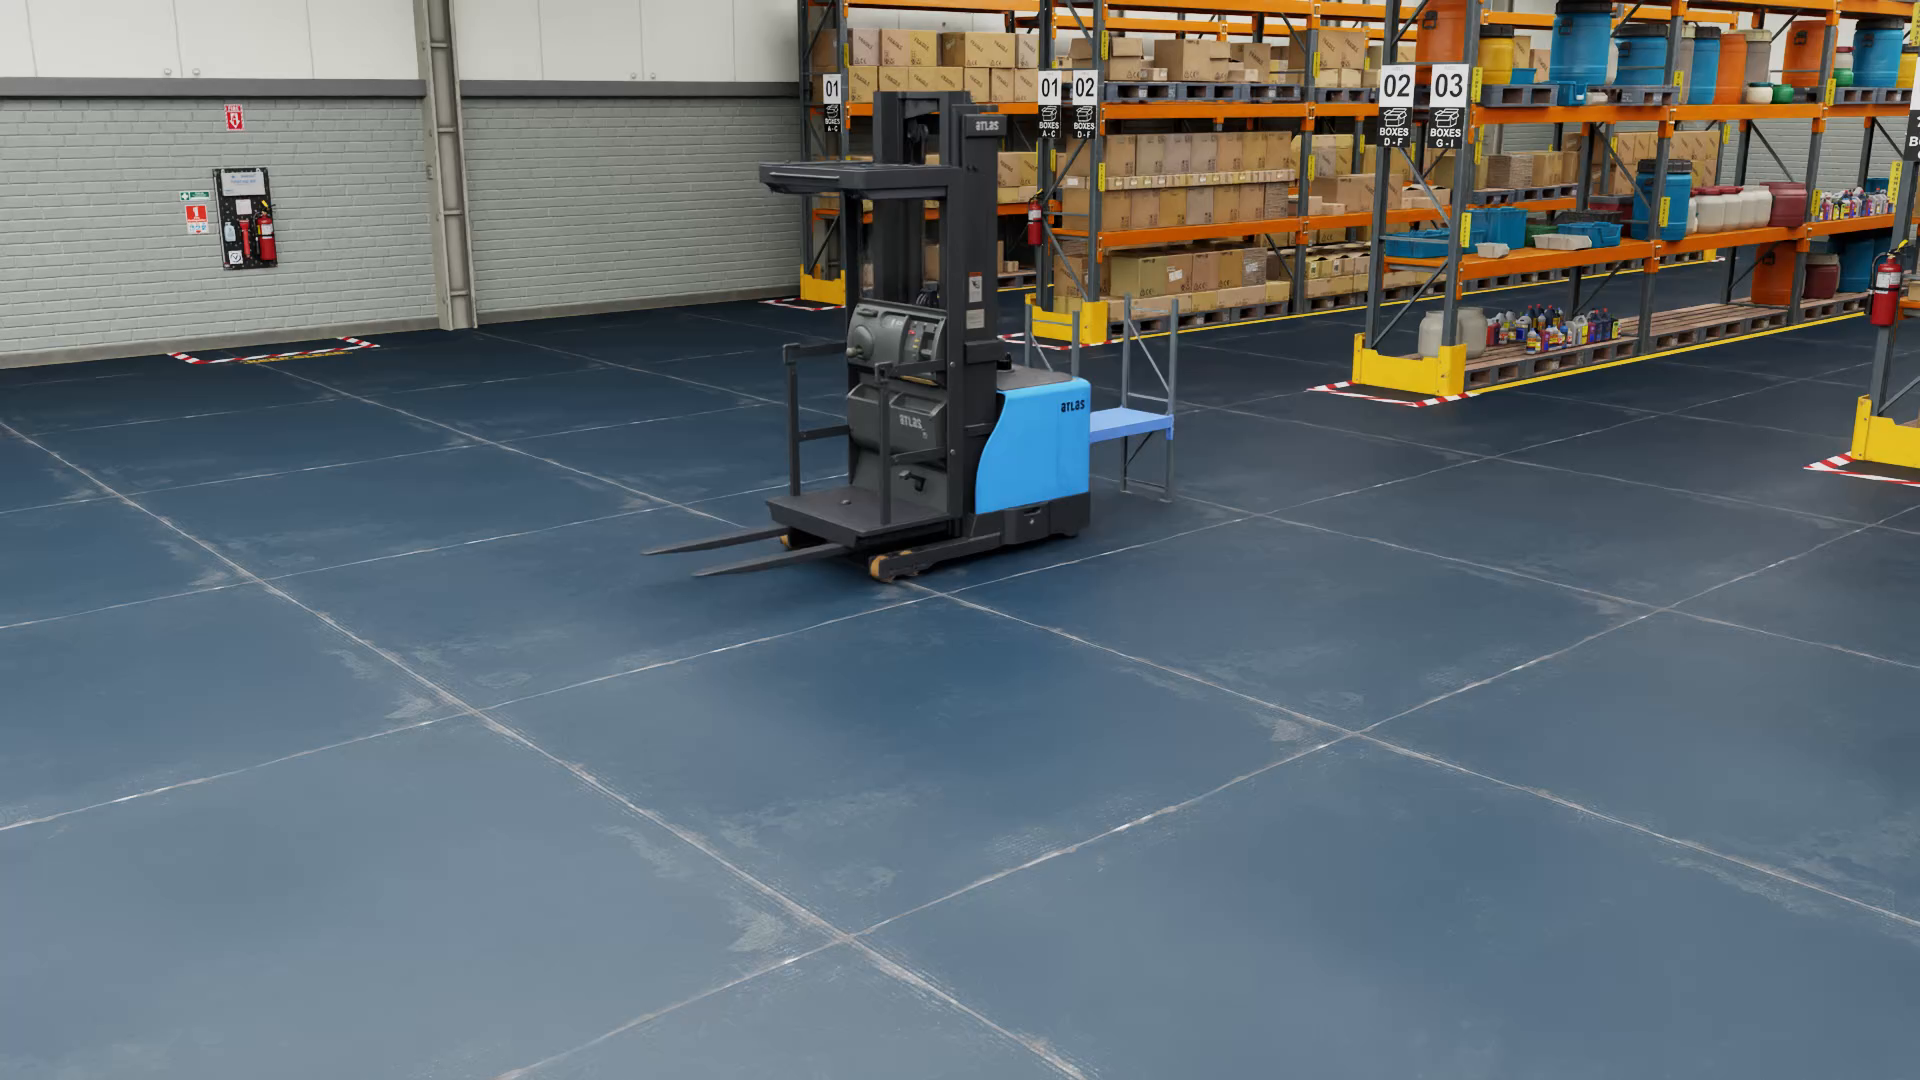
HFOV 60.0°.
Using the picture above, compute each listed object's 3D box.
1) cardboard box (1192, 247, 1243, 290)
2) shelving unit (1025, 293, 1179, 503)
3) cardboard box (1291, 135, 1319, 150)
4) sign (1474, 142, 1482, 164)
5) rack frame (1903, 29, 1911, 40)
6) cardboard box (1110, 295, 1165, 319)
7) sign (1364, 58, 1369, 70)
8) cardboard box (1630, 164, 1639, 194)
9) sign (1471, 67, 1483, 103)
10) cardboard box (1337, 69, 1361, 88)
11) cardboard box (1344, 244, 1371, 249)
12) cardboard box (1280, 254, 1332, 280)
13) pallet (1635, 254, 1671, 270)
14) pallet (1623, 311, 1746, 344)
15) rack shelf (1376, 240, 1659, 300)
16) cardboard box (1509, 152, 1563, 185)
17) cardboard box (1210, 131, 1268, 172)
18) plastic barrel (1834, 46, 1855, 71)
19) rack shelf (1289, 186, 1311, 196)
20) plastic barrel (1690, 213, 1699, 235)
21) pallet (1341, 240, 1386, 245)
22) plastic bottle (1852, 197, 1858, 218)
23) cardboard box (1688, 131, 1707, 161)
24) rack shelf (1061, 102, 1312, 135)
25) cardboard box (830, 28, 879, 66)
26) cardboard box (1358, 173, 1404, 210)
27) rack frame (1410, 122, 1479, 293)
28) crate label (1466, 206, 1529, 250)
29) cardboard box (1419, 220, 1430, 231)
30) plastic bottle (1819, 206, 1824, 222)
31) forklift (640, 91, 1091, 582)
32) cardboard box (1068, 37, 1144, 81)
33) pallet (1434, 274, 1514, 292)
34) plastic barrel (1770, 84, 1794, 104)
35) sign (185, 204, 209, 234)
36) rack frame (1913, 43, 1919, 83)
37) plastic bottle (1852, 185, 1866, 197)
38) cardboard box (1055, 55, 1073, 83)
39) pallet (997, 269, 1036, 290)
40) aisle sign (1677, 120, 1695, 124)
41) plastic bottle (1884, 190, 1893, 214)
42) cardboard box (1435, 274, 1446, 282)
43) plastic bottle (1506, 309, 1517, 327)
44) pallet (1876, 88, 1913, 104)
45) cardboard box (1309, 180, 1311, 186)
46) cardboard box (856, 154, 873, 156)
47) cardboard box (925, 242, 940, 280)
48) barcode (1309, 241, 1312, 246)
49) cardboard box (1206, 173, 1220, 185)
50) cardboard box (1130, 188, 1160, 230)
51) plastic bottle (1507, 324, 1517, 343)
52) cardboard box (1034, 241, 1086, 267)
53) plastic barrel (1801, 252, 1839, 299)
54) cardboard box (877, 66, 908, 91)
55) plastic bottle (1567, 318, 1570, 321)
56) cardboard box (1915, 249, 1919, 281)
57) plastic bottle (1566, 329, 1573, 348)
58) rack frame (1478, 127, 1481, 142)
[{"bbox_3d":[3.376,-3.589,21.934,0.500,0.500,0.500,-13,19,-39],"label":"cardboard box"},{"bbox_3d":[1.011,-0.960,11.937,1.048,1.500,0.538,-13,20,-40],"label":"shelving unit"},{"bbox_3d":[6.161,-7.224,30.219,0.500,0.250,0.500,-12,19,-38],"label":"cardboard box"},{"bbox_3d":[7.726,-5.770,24.797,0.005,0.325,0.100,-13,19,-39],"label":"sign"},{"bbox_3d":[13.625,-7.930,23.499,0.127,3.000,1.000,-13,19,-39],"label":"rack frame"},{"bbox_3d":[2.249,-2.971,21.073,0.500,0.250,0.500,-13,19,-39],"label":"cardboard box"},{"bbox_3d":[7.485,-8.707,30.610,0.005,0.325,0.100,-13,19,-39],"label":"sign"},{"bbox_3d":[11.324,-6.165,28.324,0.500,0.500,0.500,-12,19,-38],"label":"cardboard box"},{"bbox_3d":[4.930,-4.344,15.870,0.005,0.325,0.100,-13,19,-39],"label":"sign"},{"bbox_3d":[5.225,-6.417,23.124,0.500,0.250,0.500,14,20,42],"label":"cardboard box"},{"bbox_3d":[5.994,-4.256,24.798,0.500,0.311,0.500,-13,20,-41],"label":"cardboard box"},{"bbox_3d":[4.817,-3.808,23.120,0.500,0.311,0.500,-13,19,-39],"label":"cardboard box"},{"bbox_3d":[11.816,-4.973,29.458,1.213,0.211,1.003,-13,19,-39],"label":"pallet"},{"bbox_3d":[9.078,-2.677,20.863,1.213,0.211,1.003,-13,19,-39],"label":"pallet"},{"bbox_3d":[6.081,-2.990,18.024,4.000,0.370,1.077,-13,19,-39],"label":"rack shelf"},{"bbox_3d":[9.395,-6.082,27.198,0.500,0.500,0.700,-9,17,-31],"label":"cardboard box"},{"bbox_3d":[3.630,-5.154,22.024,0.500,0.500,0.700,-13,20,-39],"label":"cardboard box"},{"bbox_3d":[11.846,-6.401,22.511,0.433,0.535,0.433,0,15,0],"label":"plastic barrel"},{"bbox_3d":[5.613,-6.273,30.318,4.000,0.370,1.077,-13,19,-39],"label":"rack shelf"},{"bbox_3d":[8.689,-3.803,19.945,0.301,0.262,0.301,0,15,0],"label":"plastic barrel"},{"bbox_3d":[7.747,-5.726,32.278,1.213,0.211,1.003,-13,19,-39],"label":"pallet"},{"bbox_3d":[12.123,-4.512,22.577,0.097,0.271,0.097,0,15,0],"label":"plastic bottle"},{"bbox_3d":[12.858,-6.990,29.476,0.500,0.500,0.500,-12,19,-38],"label":"cardboard box"},{"bbox_3d":[2.833,-5.404,21.249,4.000,0.370,1.077,-13,19,-39],"label":"rack shelf"},{"bbox_3d":[-1.481,-6.935,23.419,0.500,0.500,0.500,14,21,43],"label":"cardboard box"},{"bbox_3d":[6.104,-5.079,24.259,0.500,0.500,0.500,-14,20,-42],"label":"cardboard box"},{"bbox_3d":[7.359,-5.318,25.348,0.127,3.000,1.000,-13,19,-39],"label":"rack frame"},{"bbox_3d":[5.784,-3.380,18.022,0.616,0.435,0.502,-13,19,-39],"label":"crate label"},{"bbox_3d":[8.921,-6.324,33.145,0.500,0.500,0.700,-13,20,-41],"label":"cardboard box"},{"bbox_3d":[11.325,-4.299,21.916,0.097,0.201,0.097,0,15,0],"label":"plastic bottle"},{"bbox_3d":[-0.567,-1.306,10.461,3.031,2.935,1.130,-12,19,-38],"label":"forklift"},{"bbox_3d":[1.760,-5.829,20.163,0.637,0.503,0.797,-11,18,-36],"label":"cardboard box"},{"bbox_3d":[7.947,-4.090,26.154,1.213,0.211,1.003,-13,19,-39],"label":"pallet"},{"bbox_3d":[10.455,-5.676,21.175,0.294,0.245,0.294,0,15,0],"label":"plastic barrel"},{"bbox_3d":[-8.871,-3.730,19.332,0.234,0.329,0.001,-13,19,-39],"label":"sign"},{"bbox_3d":[7.824,-4.932,12.278,0.127,3.000,1.000,-13,19,-39],"label":"rack frame"},{"bbox_3d":[13.116,-5.004,24.266,0.185,0.351,0.144,-13,19,-39],"label":"plastic bottle"},{"bbox_3d":[1.552,-7.382,26.254,0.500,0.500,0.500,-9,18,-32],"label":"cardboard box"},{"bbox_3d":[0.603,-4.137,26.328,1.213,0.211,1.003,-13,19,-39],"label":"pallet"},{"bbox_3d":[13.253,-7.998,30.344,0.004,0.787,0.394,-13,19,-39],"label":"aisle sign"},{"bbox_3d":[13.007,-4.757,23.340,0.185,0.351,0.144,-13,19,-39],"label":"plastic bottle"},{"bbox_3d":[7.122,-4.056,25.138,0.500,0.250,0.500,-12,19,-38],"label":"cardboard box"},{"bbox_3d":[6.246,-2.449,18.885,0.185,0.351,0.144,-13,20,-40],"label":"plastic bottle"},{"bbox_3d":[12.244,-6.045,22.620,1.213,0.211,1.003,-13,19,-39],"label":"pallet"},{"bbox_3d":[6.264,-6.569,30.477,0.250,0.149,0.380,-13,19,-39],"label":"cardboard box"},{"bbox_3d":[-1.328,-5.431,24.569,0.500,0.500,0.500,-12,19,-39],"label":"cardboard box"},{"bbox_3d":[-0.333,-4.243,25.312,0.500,0.500,0.700,-14,21,-43],"label":"cardboard box"},{"bbox_3d":[4.807,-4.072,22.812,0.075,0.075,0.001,-13,19,-39],"label":"barcode"},{"bbox_3d":[3.120,-4.654,21.412,0.250,0.149,0.380,-12,19,-38],"label":"cardboard box"},{"bbox_3d":[2.077,-4.178,20.885,0.500,0.500,0.700,-12,19,-38],"label":"cardboard box"},{"bbox_3d":[6.218,-2.329,18.726,0.097,0.201,0.097,0,15,0],"label":"plastic bottle"},{"bbox_3d":[1.631,-4.737,27.164,0.500,0.500,0.700,-12,19,-38],"label":"cardboard box"},{"bbox_3d":[11.818,-3.669,23.032,0.708,0.588,0.600,-13,19,-39],"label":"plastic barrel"},{"bbox_3d":[-1.086,-6.526,23.825,0.500,0.500,0.500,-11,19,-36],"label":"cardboard box"},{"bbox_3d":[6.818,-2.339,18.606,0.133,0.283,0.061,-13,19,-39],"label":"plastic bottle"},{"bbox_3d":[8.257,-2.314,13.330,0.500,0.500,0.875,-13,19,-39],"label":"cardboard box"},{"bbox_3d":[6.709,-2.232,18.363,0.097,0.201,0.097,0,15,0],"label":"plastic bottle"},{"bbox_3d":[10.139,-7.637,34.030,0.127,3.000,1.000,-13,19,-39],"label":"rack frame"}]
